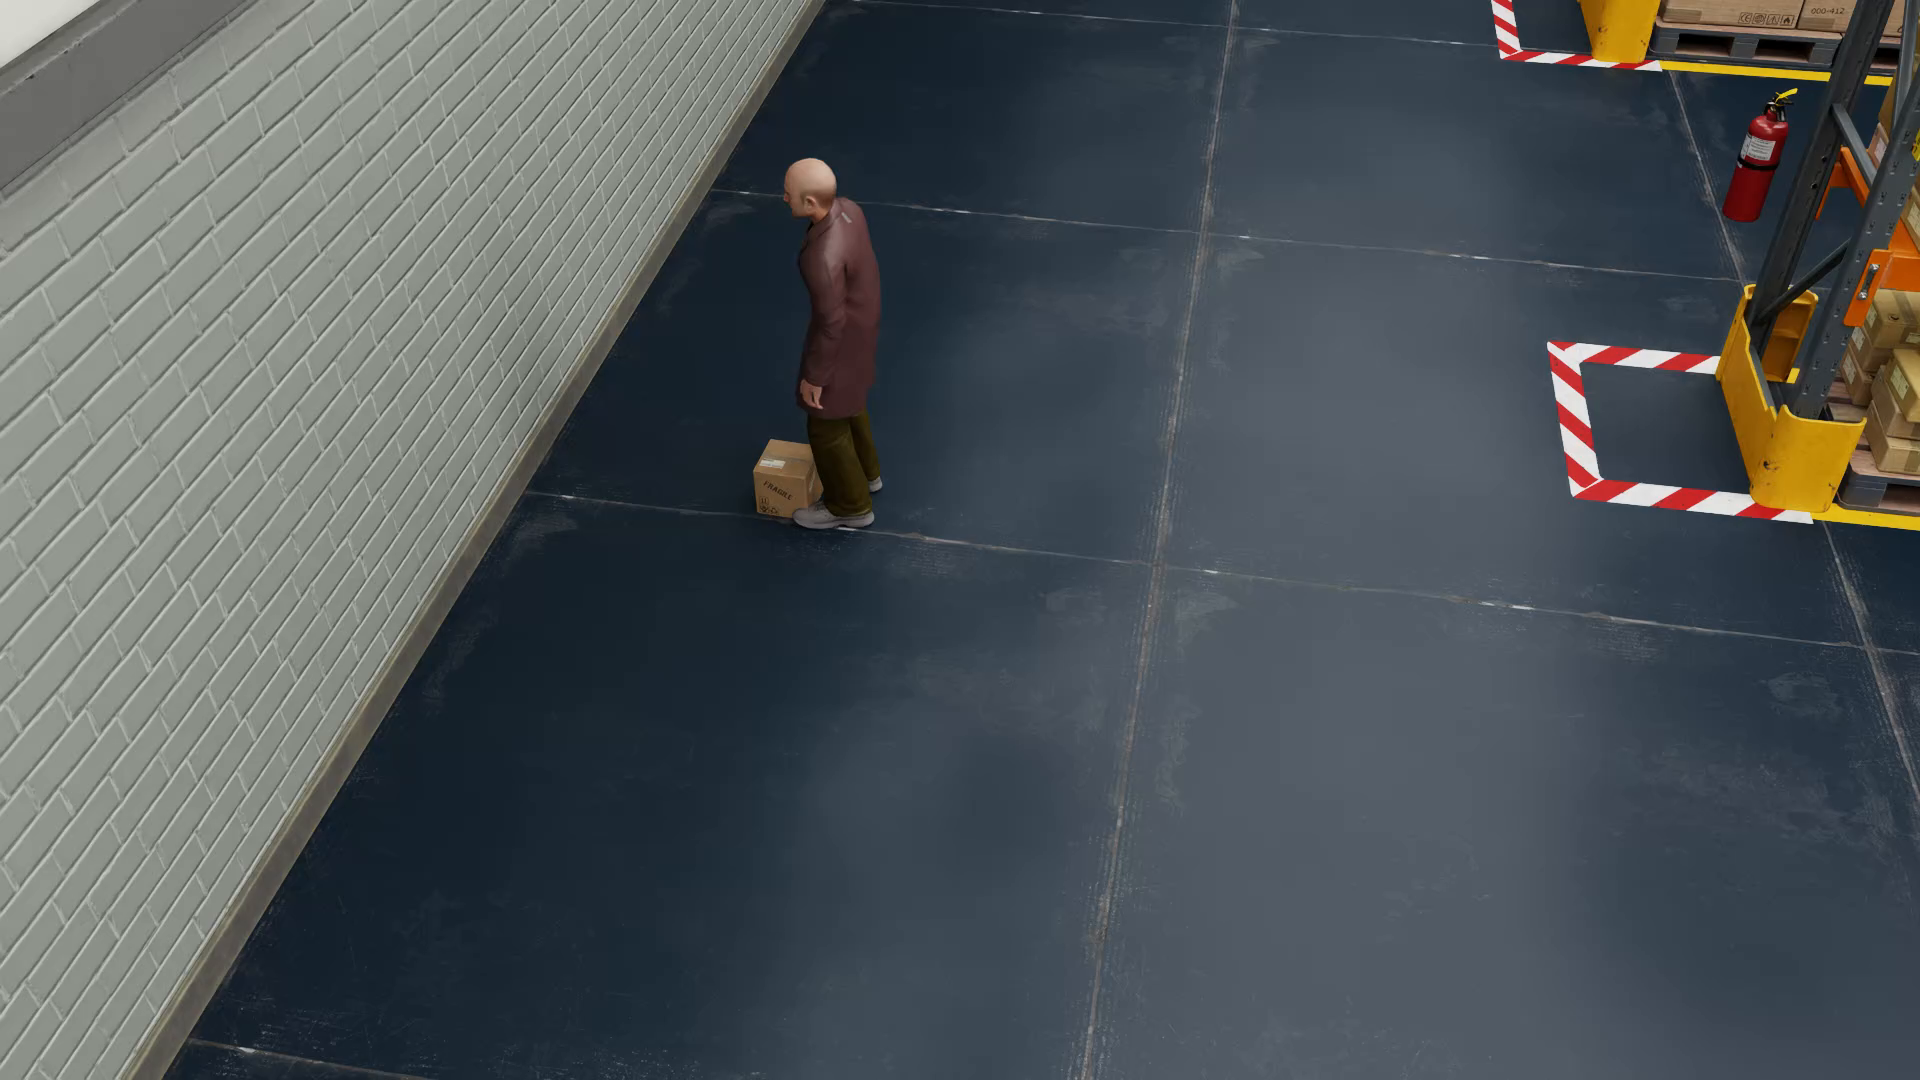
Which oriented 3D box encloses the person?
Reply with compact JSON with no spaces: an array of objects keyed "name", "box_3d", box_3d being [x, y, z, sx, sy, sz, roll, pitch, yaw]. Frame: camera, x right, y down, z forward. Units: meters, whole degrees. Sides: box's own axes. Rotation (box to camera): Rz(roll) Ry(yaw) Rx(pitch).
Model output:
[{"name":"person","box_3d":[-0.544,-0.831,7.158,0.417,1.774,0.656,5,40,6]}]
